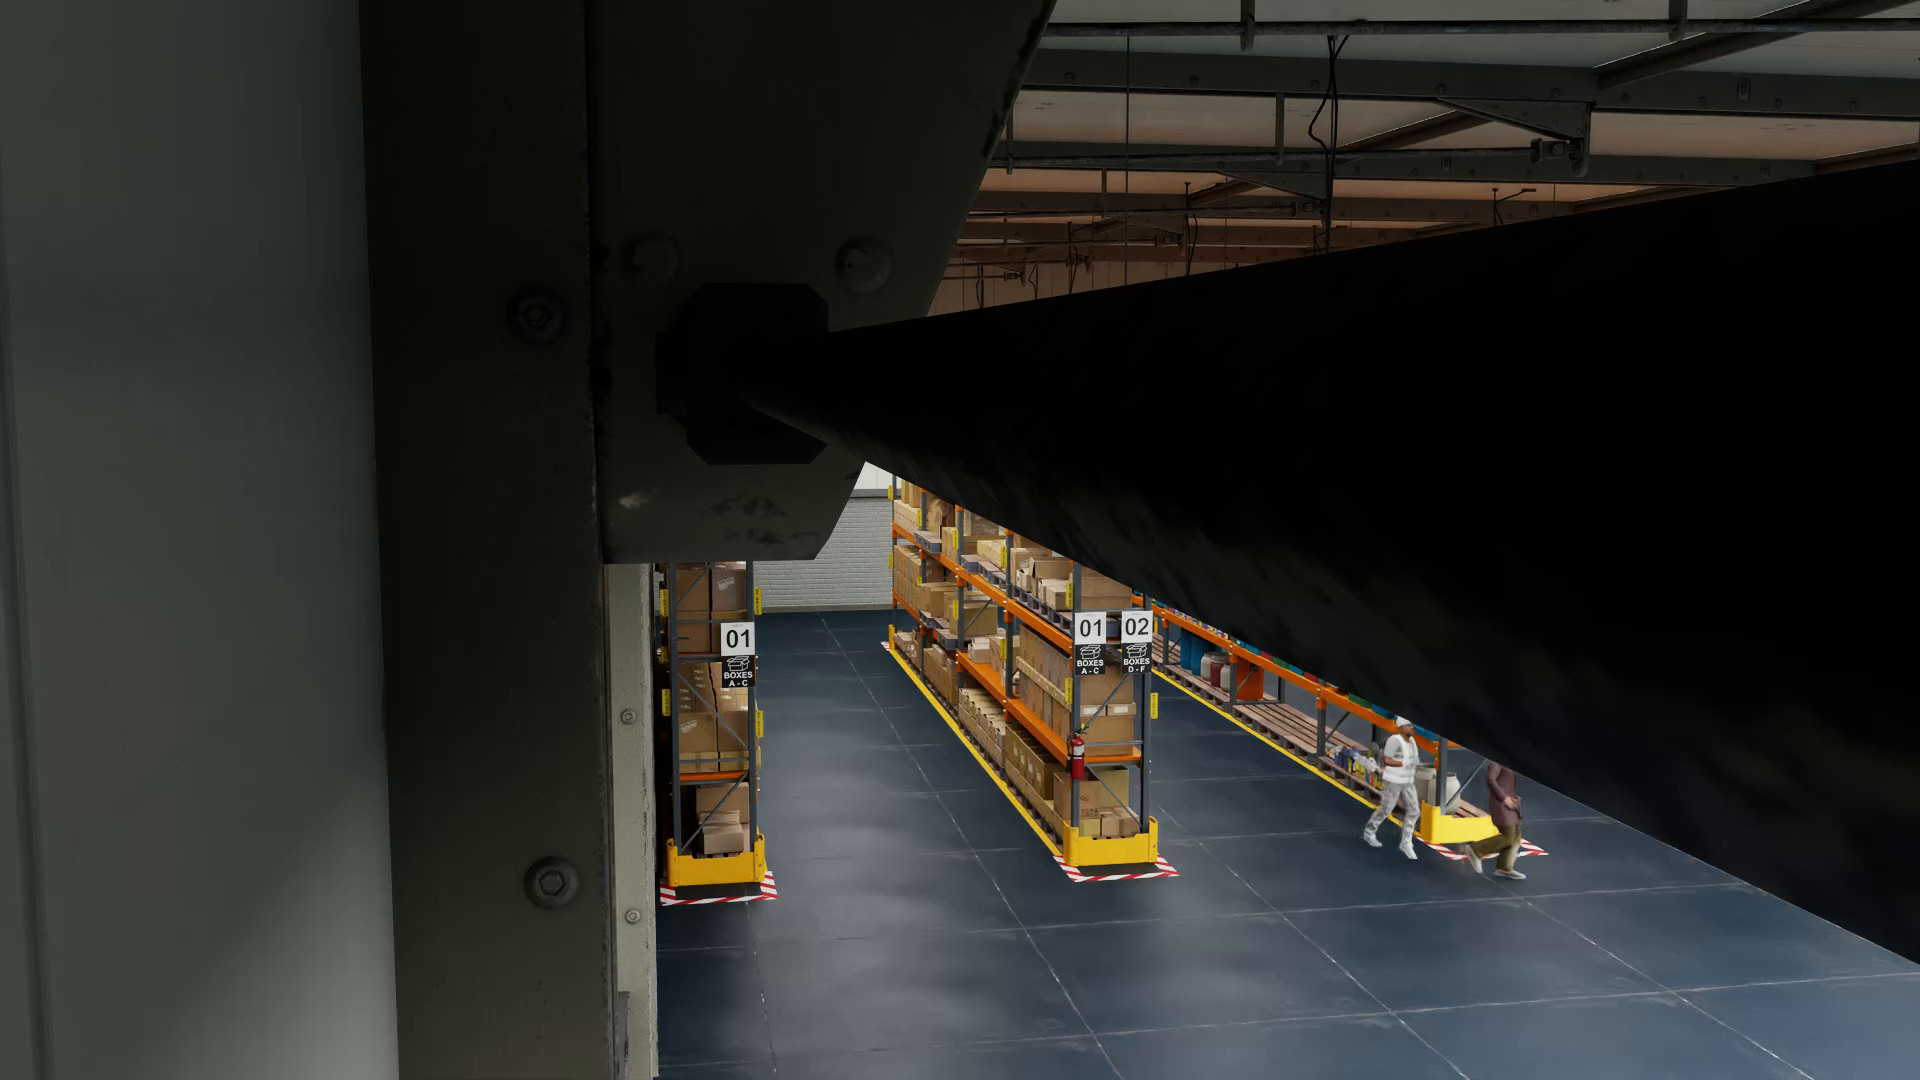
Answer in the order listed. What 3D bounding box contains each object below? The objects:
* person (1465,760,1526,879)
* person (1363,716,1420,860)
[{"bbox_3d":[6.652,3.363,20.549,0.720,1.516,0.772,3,7,22],"label":"person"},{"bbox_3d":[5.626,3.144,21.385,0.678,1.842,0.768,-5,8,-39],"label":"person"}]
